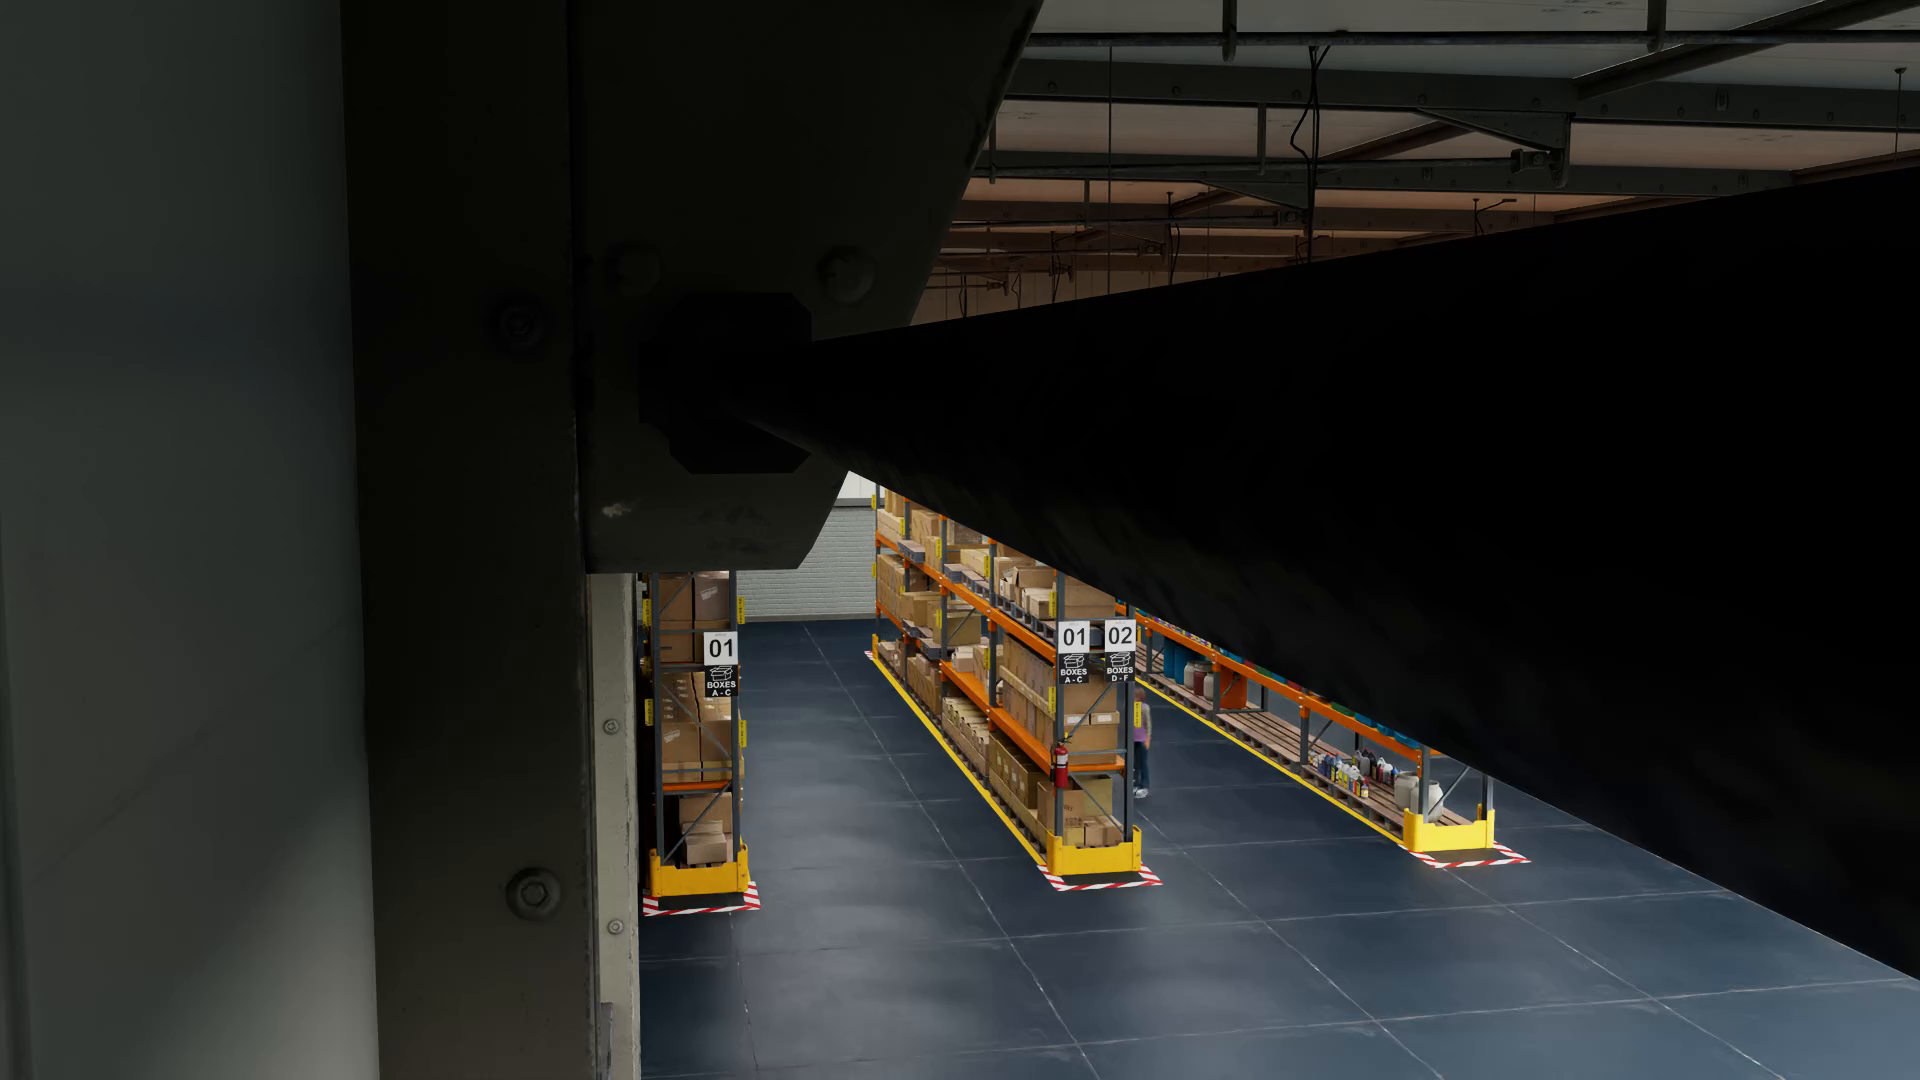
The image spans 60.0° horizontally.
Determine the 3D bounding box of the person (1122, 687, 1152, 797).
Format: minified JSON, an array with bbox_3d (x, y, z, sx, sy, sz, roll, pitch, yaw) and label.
[{"bbox_3d":[2.629,2.996,24.770,0.351,1.615,0.445,-5,8,-39],"label":"person"}]
